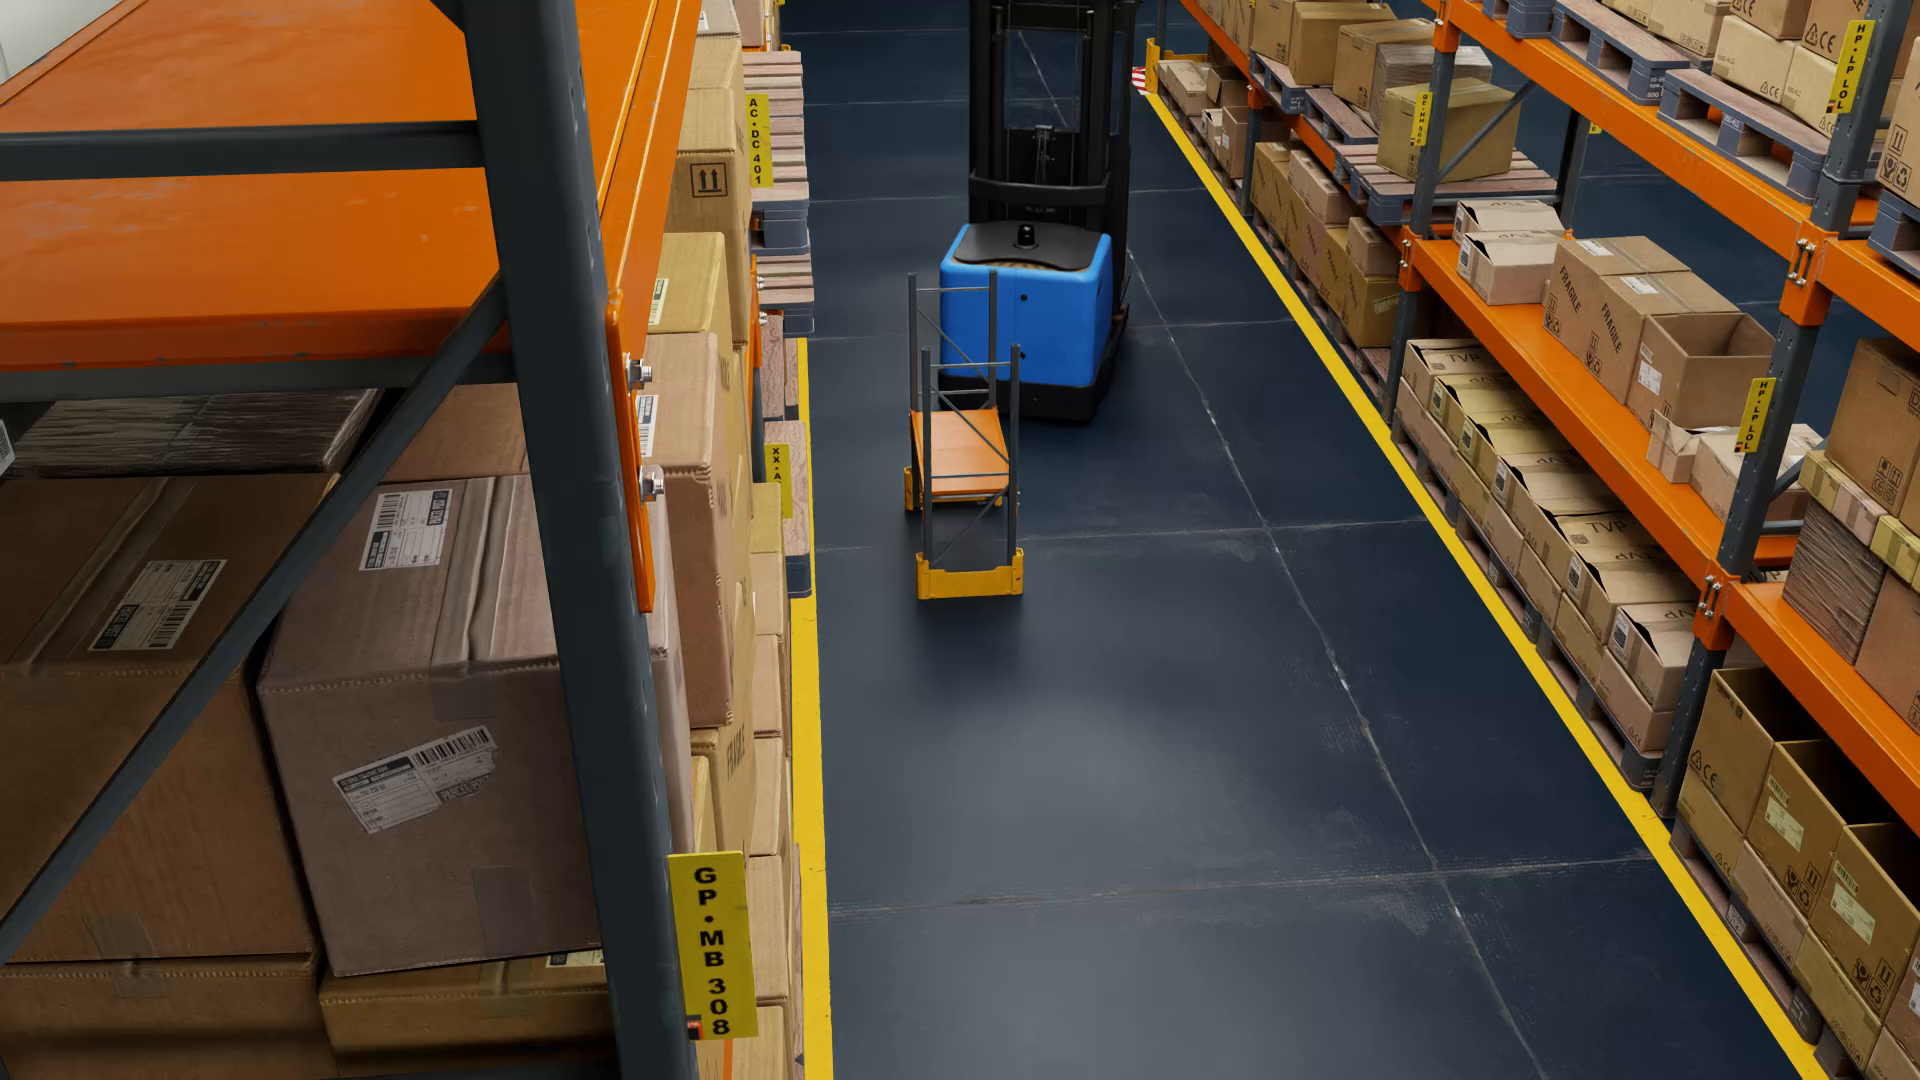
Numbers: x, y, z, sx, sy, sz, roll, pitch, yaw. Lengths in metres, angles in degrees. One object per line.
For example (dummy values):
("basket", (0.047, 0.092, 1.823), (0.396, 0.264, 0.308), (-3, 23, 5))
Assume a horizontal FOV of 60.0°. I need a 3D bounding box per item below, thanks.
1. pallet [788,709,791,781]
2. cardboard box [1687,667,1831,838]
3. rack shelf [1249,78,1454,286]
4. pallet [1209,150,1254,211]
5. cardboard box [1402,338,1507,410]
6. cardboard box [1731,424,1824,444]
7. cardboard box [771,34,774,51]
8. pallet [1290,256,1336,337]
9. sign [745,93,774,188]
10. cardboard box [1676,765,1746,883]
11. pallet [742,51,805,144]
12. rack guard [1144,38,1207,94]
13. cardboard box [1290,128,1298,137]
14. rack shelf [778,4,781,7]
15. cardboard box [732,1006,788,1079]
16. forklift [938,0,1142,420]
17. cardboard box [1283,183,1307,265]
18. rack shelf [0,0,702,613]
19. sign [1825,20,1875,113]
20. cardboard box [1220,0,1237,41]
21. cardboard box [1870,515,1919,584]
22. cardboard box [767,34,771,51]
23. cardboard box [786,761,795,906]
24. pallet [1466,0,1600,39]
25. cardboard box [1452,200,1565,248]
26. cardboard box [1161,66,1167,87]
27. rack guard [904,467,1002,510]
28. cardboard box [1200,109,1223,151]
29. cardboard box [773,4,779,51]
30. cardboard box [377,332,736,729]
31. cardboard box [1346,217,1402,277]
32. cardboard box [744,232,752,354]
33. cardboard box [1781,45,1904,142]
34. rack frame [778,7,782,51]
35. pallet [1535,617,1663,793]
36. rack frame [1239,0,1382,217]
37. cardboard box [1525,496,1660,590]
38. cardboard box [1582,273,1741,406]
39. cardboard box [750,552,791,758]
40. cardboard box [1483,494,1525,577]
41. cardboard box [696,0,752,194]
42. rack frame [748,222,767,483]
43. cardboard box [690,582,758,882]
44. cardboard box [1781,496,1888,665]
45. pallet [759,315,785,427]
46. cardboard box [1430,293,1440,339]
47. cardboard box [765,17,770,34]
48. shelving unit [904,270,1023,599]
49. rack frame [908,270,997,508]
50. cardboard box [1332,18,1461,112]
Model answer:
("pallet", (-1.310, 0.978, 7.907), (1.003, 0.211, 1.213), (-3, 31, -5))
("cardboard box", (3.428, 0.869, 6.911), (0.500, 0.500, 0.500), (-3, 31, -5))
("rack shelf", (3.136, -2.815, 12.240), (1.077, 0.370, 4.000), (-3, 31, -5))
("pallet", (2.886, -3.299, 15.068), (1.003, 0.211, 1.213), (-3, 31, -5))
("cardboard box", (3.079, -1.062, 10.329), (0.500, 0.311, 0.500), (-2, 31, -3))
("cardboard box", (3.817, -0.415, 7.766), (0.380, 0.149, 0.250), (-3, 31, -5))
("cardboard box", (-1.593, -3.345, 12.018), (0.500, 0.500, 0.500), (-3, 31, -4))
("pallet", (3.180, -1.910, 12.743), (1.003, 0.211, 1.213), (-3, 31, -5))
("sign", (-0.696, -1.361, 5.675), (0.100, 0.325, 0.005), (-3, 31, -5))
("cardboard box", (3.438, 1.190, 7.104), (0.500, 0.250, 0.500), (-3, 31, -5))
("pallet", (-1.287, -1.879, 7.228), (1.213, 0.211, 1.003), (-3, 31, -5))
("rack guard", (2.582, -5.076, 17.761), (1.175, 0.500, 0.348), (-3, 31, -5))
("cardboard box", (3.034, -3.784, 15.494), (0.380, 0.166, 0.250), (-3, 31, -5))
("rack shelf", (-2.170, -4.618, 15.259), (1.077, 0.370, 4.000), (-3, 31, -5))
("cardboard box", (-0.643, 1.443, 3.804), (0.500, 0.500, 0.500), (-3, 31, -4))
("forklift", (0.653, -2.787, 11.558), (1.130, 2.935, 3.031), (6, 31, 10))
("cardboard box", (2.852, -2.475, 12.978), (0.500, 0.500, 0.500), (-2, 31, -4))
("rack shelf", (-1.049, -1.066, 3.464), (1.077, 0.370, 4.000), (-3, 31, -5))
("sign", (3.157, -1.675, 5.893), (0.100, 0.325, 0.005), (-3, 31, -5))
("cardboard box", (2.597, -4.694, 14.587), (0.500, 0.500, 0.500), (-2, 31, -3))
("cardboard box", (3.578, 0.024, 6.055), (0.380, 0.149, 0.250), (-4, 31, -6))
("cardboard box", (-1.496, -3.139, 10.942), (0.500, 0.250, 0.500), (-3, 31, -4))
("cardboard box", (-0.789, 0.972, 5.324), (0.500, 0.250, 0.500), (-3, 31, -5))
("pallet", (3.475, -2.968, 9.053), (1.213, 0.211, 1.003), (-1, 31, -2))
("cardboard box", (3.313, -1.877, 10.055), (0.500, 0.311, 0.500), (-1, 31, -1))
("cardboard box", (2.295, -4.802, 17.199), (0.380, 0.166, 0.250), (-3, 31, -5))
("rack guard", (-0.039, -0.323, 10.047), (0.587, 0.250, 0.087), (-3, 31, -5))
("cardboard box", (2.543, -3.840, 15.447), (0.500, 0.311, 0.500), (-3, 31, -5))
("cardboard box", (-2.017, -4.313, 13.753), (0.980, 0.700, 0.700), (-2, 31, -4))
("cardboard box", (-0.652, -0.015, 2.833), (0.500, 0.500, 0.500), (-3, 31, -5))
("cardboard box", (2.992, -2.036, 11.511), (0.500, 0.250, 0.500), (-2, 31, -3))
("cardboard box", (-0.942, -0.914, 5.313), (0.500, 0.500, 0.500), (-2, 31, -3))
("cardboard box", (3.648, -1.780, 6.616), (0.500, 0.250, 0.500), (0, 31, 1))
("rack frame", (-2.357, -5.948, 16.784), (1.000, 3.000, 0.127), (-3, 31, -5))
("pallet", (3.589, 0.762, 8.269), (1.003, 0.211, 1.213), (-3, 31, -5))
("rack frame", (2.949, -4.145, 13.765), (1.000, 3.000, 0.127), (-3, 31, -5))
("cardboard box", (3.274, -0.015, 8.575), (0.500, 0.311, 0.500), (-3, 31, -5))
("cardboard box", (3.545, -1.021, 8.438), (0.500, 0.500, 0.500), (-3, 31, -5))
("cardboard box", (-0.831, 0.393, 5.562), (0.500, 0.500, 0.500), (-3, 31, -5))
("cardboard box", (3.229, -0.038, 9.161), (0.500, 0.250, 0.500), (-2, 31, -4))
("cardboard box", (-0.919, -1.347, 5.064), (0.500, 0.500, 0.500), (-5, 31, -9))
("rack frame", (-1.235, 0.178, 6.527), (1.000, 3.000, 0.127), (-3, 31, -5))
("cardboard box", (-0.659, 0.423, 3.076), (0.500, 0.500, 0.500), (-1, 31, -1))
("cardboard box", (3.744, 0.122, 6.523), (0.700, 0.500, 0.500), (-4, 31, -6))
("pallet", (-1.383, -0.773, 8.306), (1.003, 0.211, 1.213), (-3, 31, -5))
("cardboard box", (3.510, -1.732, 11.734), (0.500, 0.500, 0.500), (-4, 31, -6))
("cardboard box", (-1.550, -3.399, 11.378), (0.500, 0.250, 0.500), (-3, 31, -6))
("shelving unit", (0.007, -0.605, 9.301), (0.587, 1.500, 1.083), (-3, 31, -5))
("rack frame", (-0.040, -0.860, 9.727), (0.500, 1.500, 0.032), (-3, 31, -5))
("cardboard box", (3.175, -3.470, 12.127), (0.700, 0.500, 0.500), (-11, 32, -17))
